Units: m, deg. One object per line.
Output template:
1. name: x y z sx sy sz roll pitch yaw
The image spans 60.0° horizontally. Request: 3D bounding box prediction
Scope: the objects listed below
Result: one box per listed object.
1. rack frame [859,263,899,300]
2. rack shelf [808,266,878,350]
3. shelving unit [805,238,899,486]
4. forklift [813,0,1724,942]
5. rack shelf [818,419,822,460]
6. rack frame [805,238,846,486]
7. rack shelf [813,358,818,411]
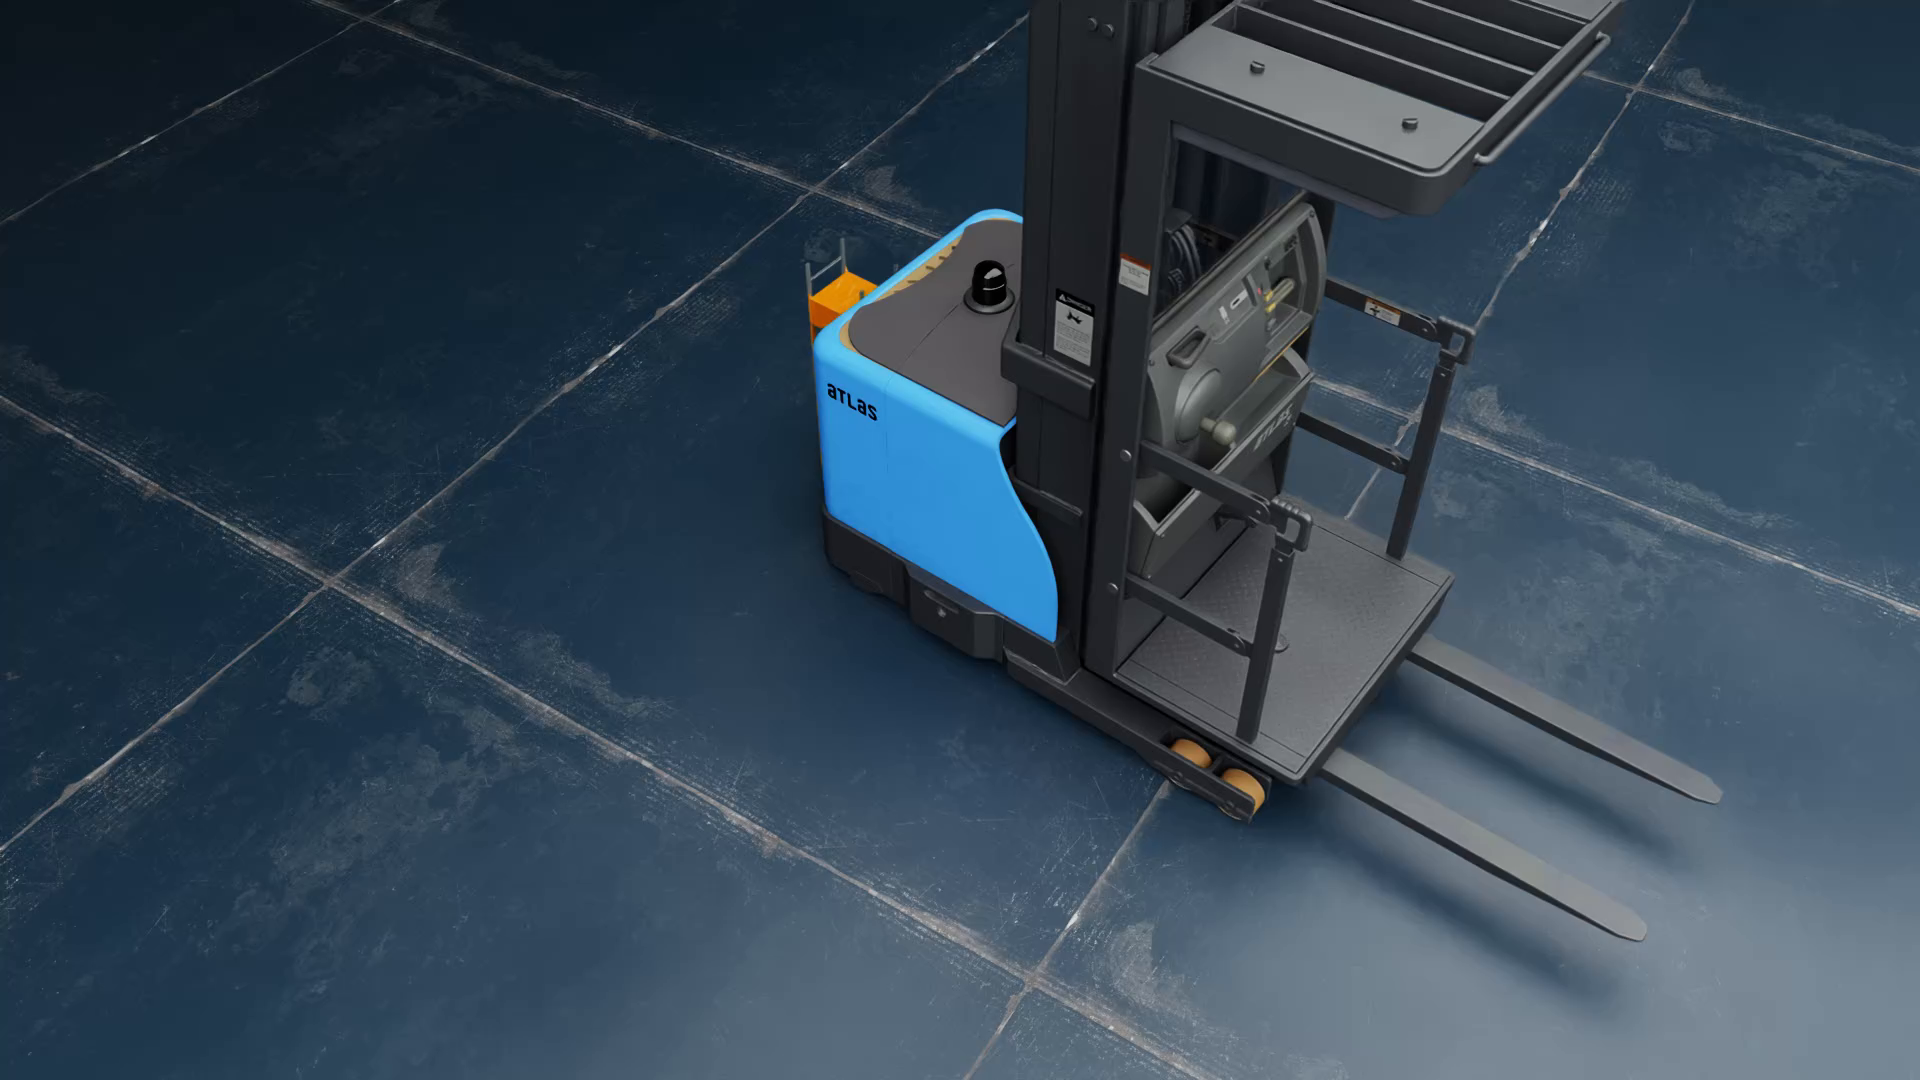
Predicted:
1. rack frame: -0.275 -0.527 6.030 0.008 1.050 0.200 29 52 25
2. rack shelf: -0.372 -0.771 5.886 0.240 0.259 0.215 29 52 25
3. shelving unit: -0.372 -0.580 6.082 0.252 1.050 0.215 29 52 25
4. forklift: 0.979 -0.556 4.747 3.031 2.935 1.130 29 52 25
5. rack shelf: -0.372 -0.379 6.289 0.240 0.259 0.215 29 52 25
6. rack frame: -0.468 -0.634 6.134 0.008 1.050 0.200 29 52 25
7. rack shelf: -0.372 -0.573 6.089 0.240 0.259 0.215 29 52 25
